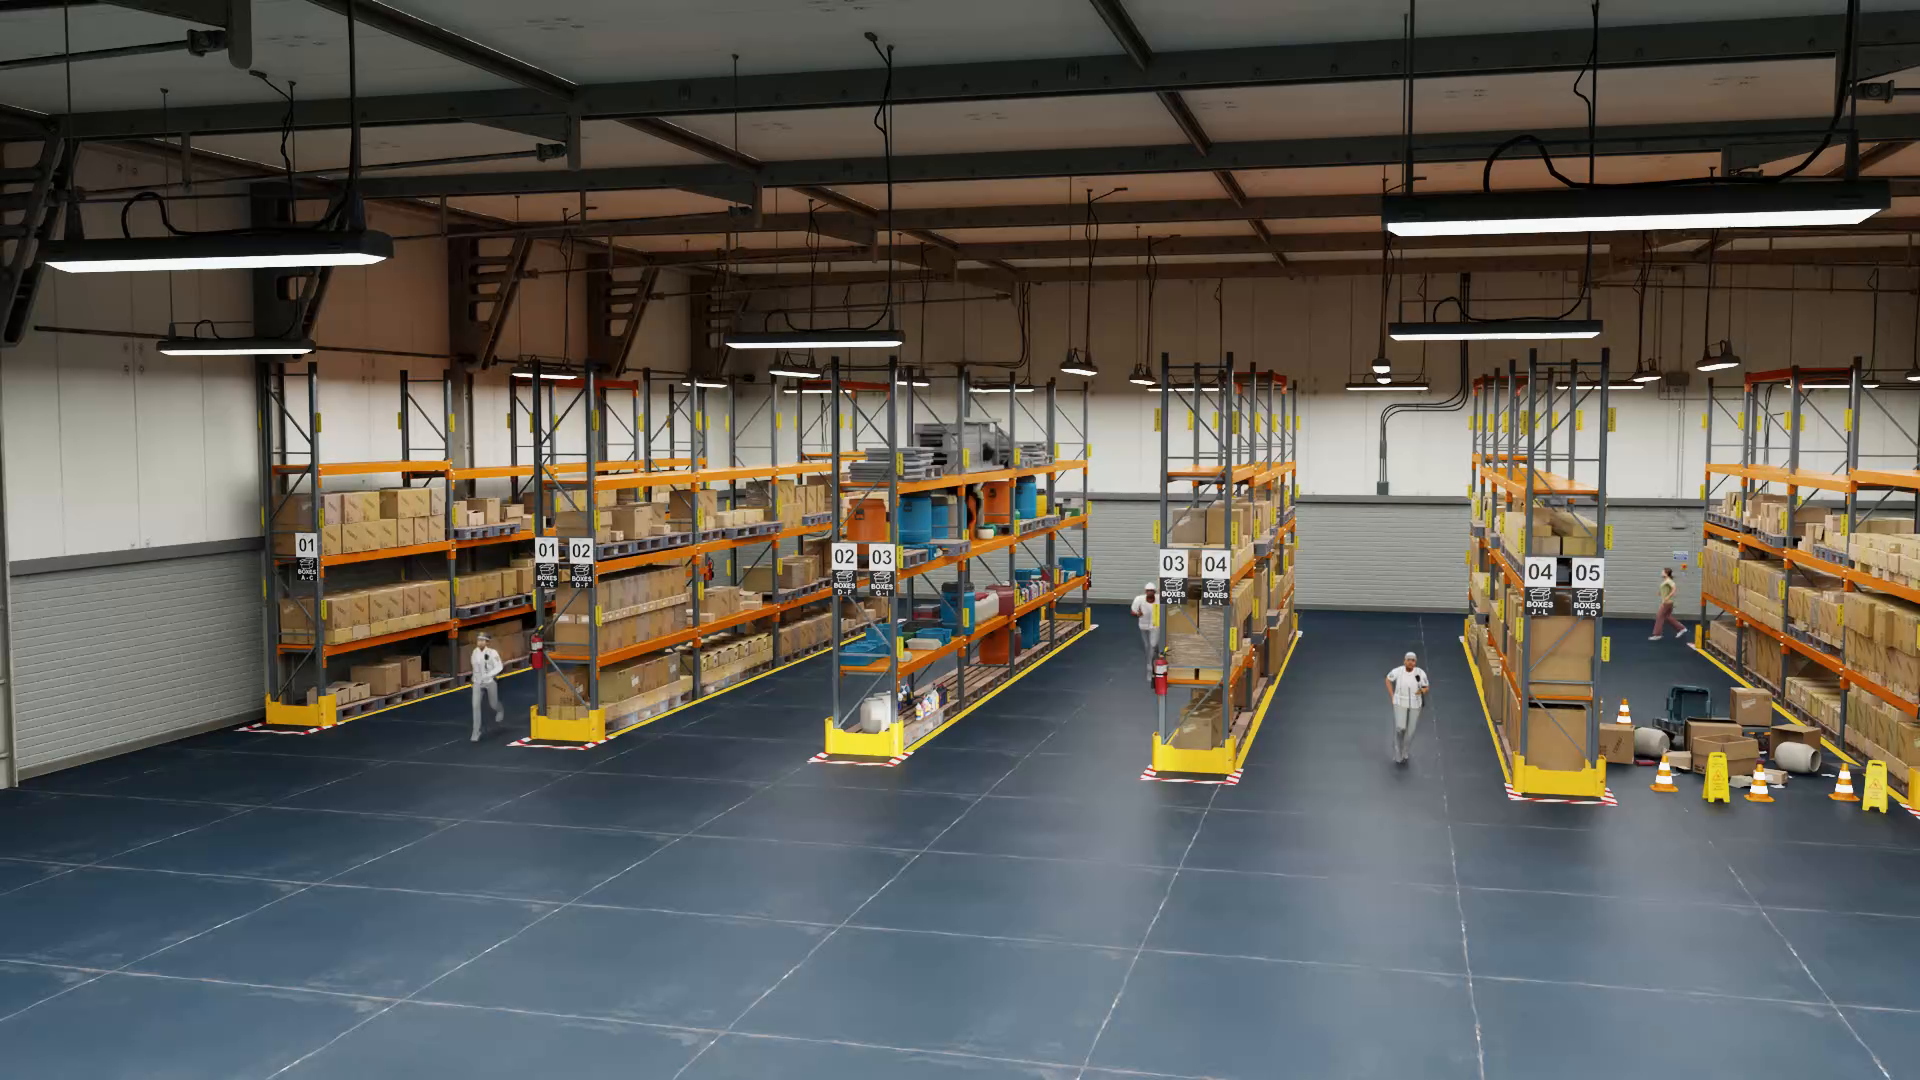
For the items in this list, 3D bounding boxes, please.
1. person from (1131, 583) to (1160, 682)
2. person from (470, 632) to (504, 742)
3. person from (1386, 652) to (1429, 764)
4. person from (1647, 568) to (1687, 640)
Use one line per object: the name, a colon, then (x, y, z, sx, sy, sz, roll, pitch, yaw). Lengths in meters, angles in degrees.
person: (3.552, 1.686, 31.068, 0.694, 1.827, 0.927, 1, 4, 15)
person: (-7.565, 2.311, 26.603, 0.576, 1.711, 1.069, 0, 4, 4)
person: (6.587, 2.468, 24.467, 0.584, 1.642, 0.708, 0, 4, 6)
person: (16.307, 1.476, 38.280, 0.849, 1.686, 0.597, 2, 4, 22)
